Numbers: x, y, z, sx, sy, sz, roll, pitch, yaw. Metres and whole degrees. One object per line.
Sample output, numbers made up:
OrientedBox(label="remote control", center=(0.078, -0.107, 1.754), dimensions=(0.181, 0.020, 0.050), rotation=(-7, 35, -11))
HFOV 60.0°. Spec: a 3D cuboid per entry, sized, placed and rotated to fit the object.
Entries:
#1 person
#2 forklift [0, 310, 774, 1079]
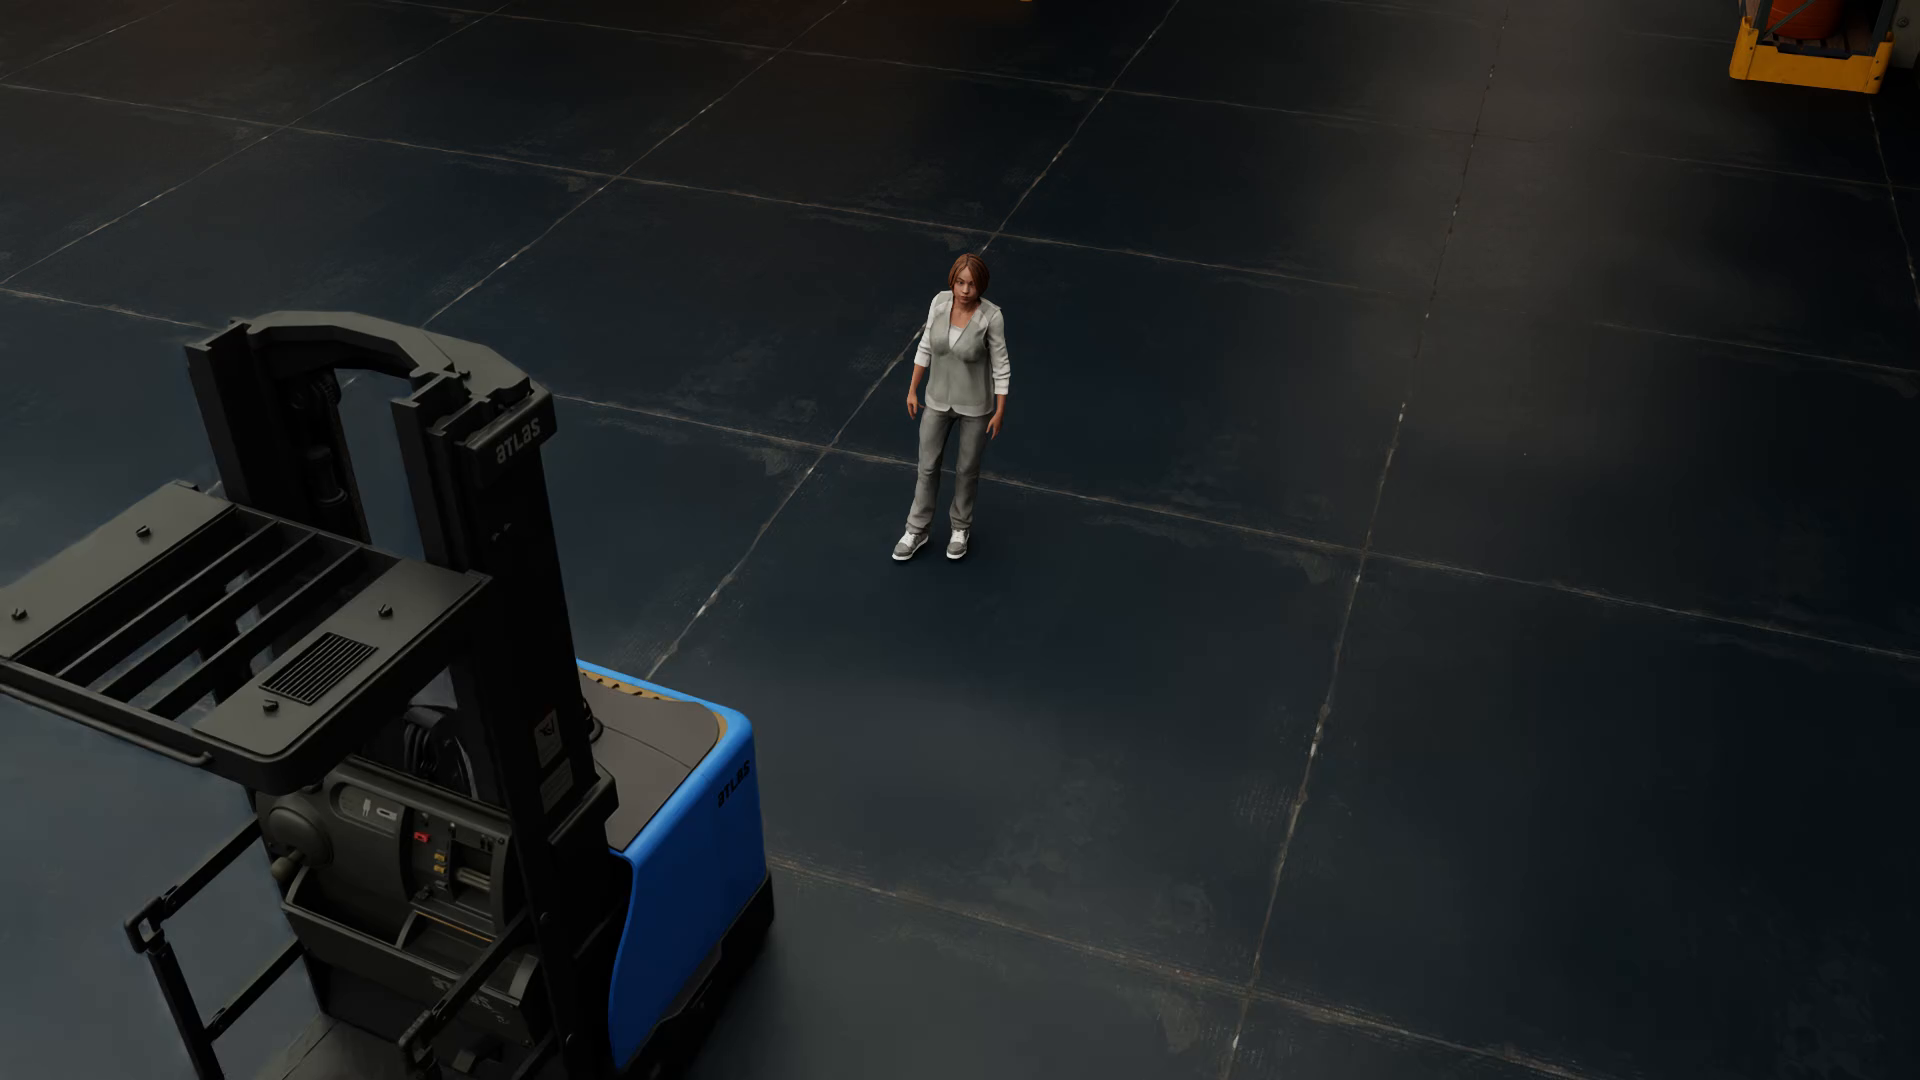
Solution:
OrientedBox(label="person", center=(-0.038, -0.611, 8.133), dimensions=(0.520, 1.574, 0.475), rotation=(12, 37, 16))
OrientedBox(label="forklift", center=(-1.800, 0.959, 4.759), dimensions=(1.130, 2.935, 3.031), rotation=(15, 38, 20))
